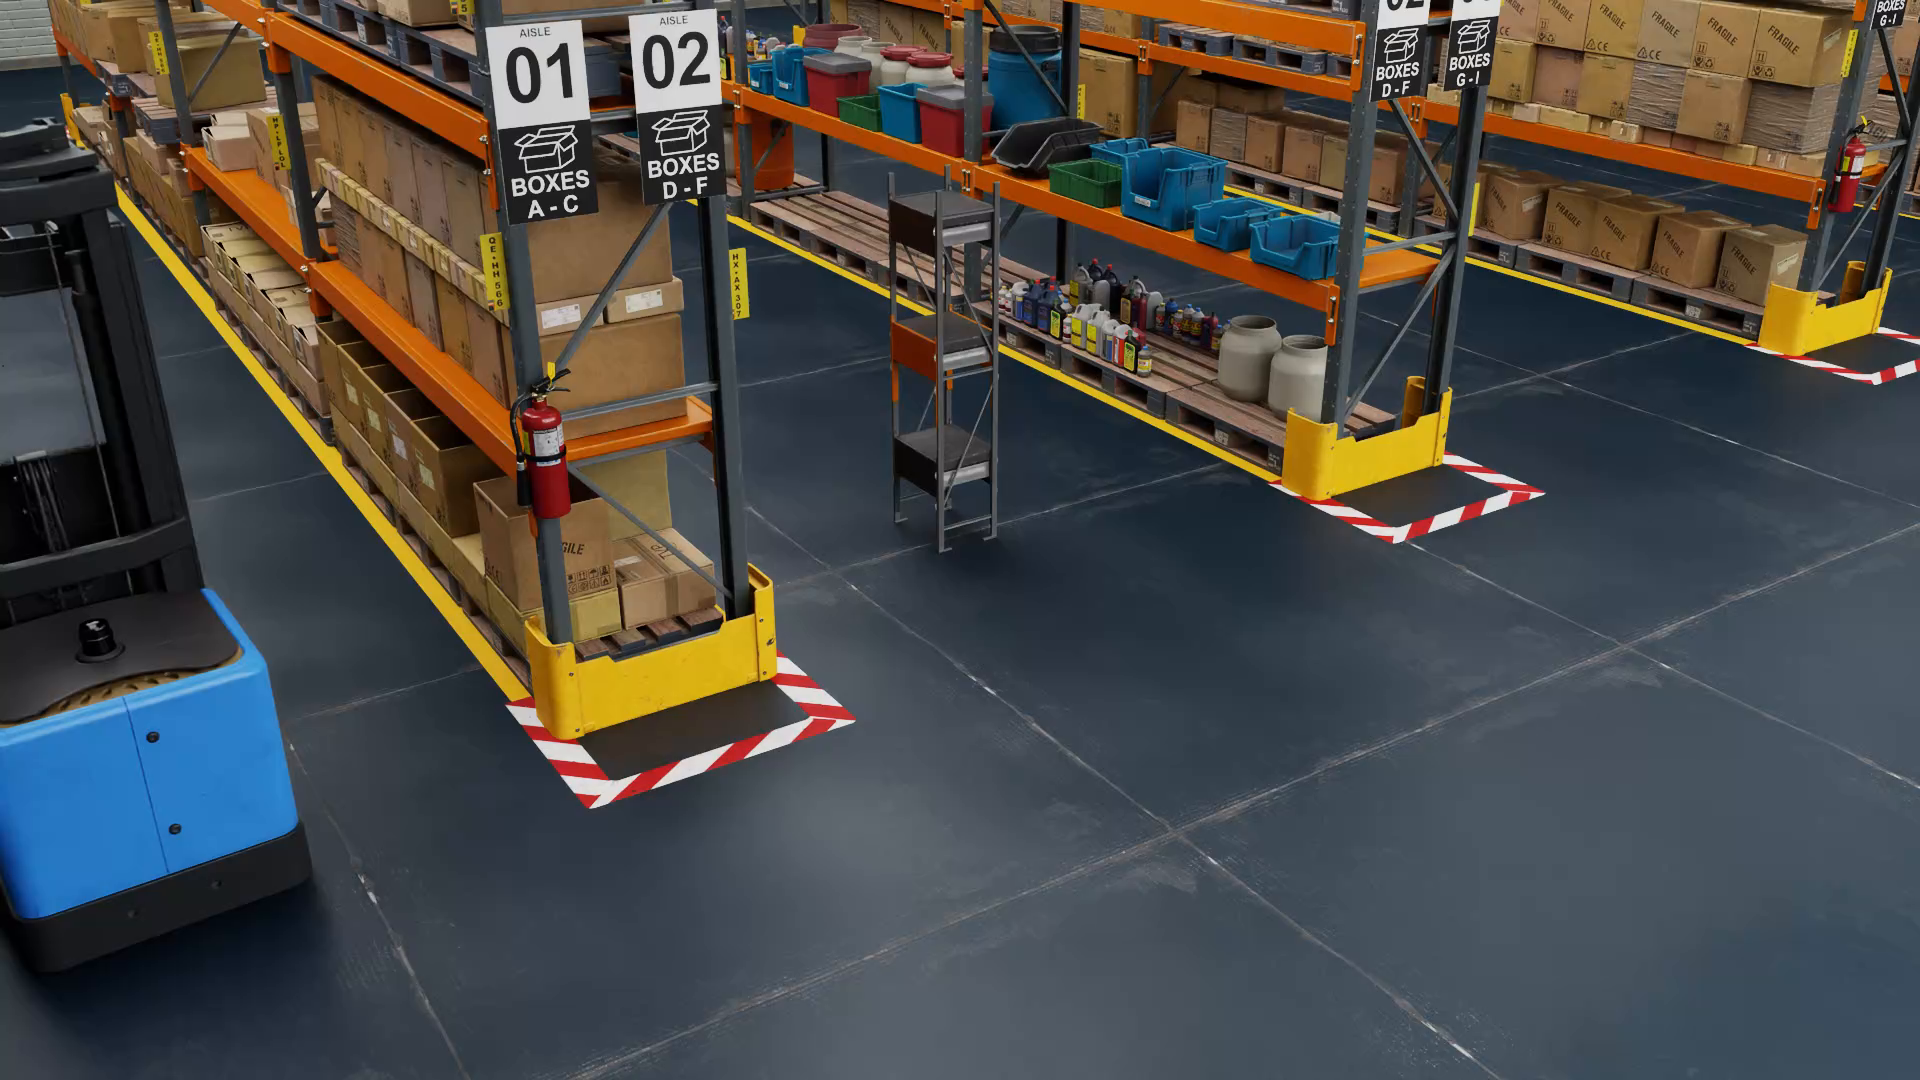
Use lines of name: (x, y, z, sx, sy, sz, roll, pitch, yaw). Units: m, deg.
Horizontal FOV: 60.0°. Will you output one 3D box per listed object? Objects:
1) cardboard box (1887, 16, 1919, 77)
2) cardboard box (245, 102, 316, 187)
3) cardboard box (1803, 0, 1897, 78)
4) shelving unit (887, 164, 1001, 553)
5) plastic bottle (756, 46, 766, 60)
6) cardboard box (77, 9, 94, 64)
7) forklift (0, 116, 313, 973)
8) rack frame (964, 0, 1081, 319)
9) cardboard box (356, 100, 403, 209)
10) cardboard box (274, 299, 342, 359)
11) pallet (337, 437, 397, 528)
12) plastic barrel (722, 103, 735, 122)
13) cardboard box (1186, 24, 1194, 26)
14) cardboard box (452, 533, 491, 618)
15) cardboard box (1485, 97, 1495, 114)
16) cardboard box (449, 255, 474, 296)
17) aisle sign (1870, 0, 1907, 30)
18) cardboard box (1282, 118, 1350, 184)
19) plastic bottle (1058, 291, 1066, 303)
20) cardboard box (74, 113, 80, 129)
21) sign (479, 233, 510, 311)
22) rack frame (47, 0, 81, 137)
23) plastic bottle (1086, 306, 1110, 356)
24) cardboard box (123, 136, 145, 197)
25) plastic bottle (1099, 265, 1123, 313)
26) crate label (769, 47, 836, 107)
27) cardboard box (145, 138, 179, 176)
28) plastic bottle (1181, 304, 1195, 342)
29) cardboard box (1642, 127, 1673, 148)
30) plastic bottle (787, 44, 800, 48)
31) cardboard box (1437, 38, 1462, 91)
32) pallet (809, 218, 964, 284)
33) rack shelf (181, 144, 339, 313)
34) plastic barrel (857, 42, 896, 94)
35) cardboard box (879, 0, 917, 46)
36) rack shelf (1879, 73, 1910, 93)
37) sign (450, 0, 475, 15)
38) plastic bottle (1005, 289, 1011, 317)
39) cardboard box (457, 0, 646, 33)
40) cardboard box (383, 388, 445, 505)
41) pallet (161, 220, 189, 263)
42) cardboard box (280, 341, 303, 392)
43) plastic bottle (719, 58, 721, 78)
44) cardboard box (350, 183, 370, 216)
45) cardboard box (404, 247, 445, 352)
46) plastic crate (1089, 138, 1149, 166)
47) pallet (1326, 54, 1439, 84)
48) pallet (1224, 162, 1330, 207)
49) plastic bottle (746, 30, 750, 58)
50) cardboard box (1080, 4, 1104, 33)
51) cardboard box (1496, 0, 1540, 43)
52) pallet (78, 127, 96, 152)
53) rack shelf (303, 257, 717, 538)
cardboard box: (9.569, -5.000, 16.653, 0.875, 0.550, 0.550, -16, 29, -30)
cardboard box: (-4.925, -2.926, 12.318, 0.500, 0.500, 0.500, -17, 30, -32)
cardboard box: (6.743, -3.815, 12.682, 0.500, 0.500, 0.500, -16, 29, -30)
shelving unit: (-0.090, -1.009, 9.427, 0.431, 2.100, 0.503, -16, 29, -30)
plastic bottle: (-2.015, -4.901, 16.850, 0.097, 0.201, 0.097, 0, 25, 0)
cardboard box: (-8.808, -5.256, 17.254, 0.500, 0.500, 0.500, -15, 29, -28)
forklift: (-3.903, -0.285, 6.920, 1.130, 2.935, 3.031, -18, 30, -33)
rack frame: (0.481, -3.200, 13.014, 1.000, 3.000, 0.127, -16, 29, -30)
cardboard box: (-2.874, -2.162, 9.179, 0.700, 0.500, 0.500, -16, 29, -30)
cardboard box: (-4.421, -1.510, 11.506, 0.500, 0.311, 0.500, -15, 29, -28)
pallet: (-3.272, -0.492, 10.544, 1.003, 0.211, 1.213, -16, 29, -30)
plastic barrel: (-2.600, -4.305, 17.688, 0.600, 0.588, 0.708, -16, 29, -30)
cardboard box: (2.776, -5.836, 17.990, 0.500, 0.500, 0.500, -20, 32, -36)
cardboard box: (-2.311, 0.138, 8.672, 0.500, 0.250, 0.500, -16, 29, -30)
cardboard box: (4.782, -3.918, 14.830, 0.380, 0.149, 0.250, -16, 29, -30)
cardboard box: (-2.275, -1.322, 8.160, 0.380, 0.149, 0.250, -15, 29, -29)
aisle sign: (6.597, -4.007, 11.679, 0.394, 0.787, 0.004, -16, 29, -30)
cardboard box: (3.764, -4.022, 17.169, 0.700, 0.500, 0.500, -18, 31, -34)
plastic bottle: (0.755, -1.756, 12.636, 0.097, 0.271, 0.097, 0, 25, 0)
cardboard box: (-10.145, -4.937, 19.499, 0.380, 0.166, 0.250, -16, 29, -30)
sign: (-1.949, -1.125, 6.986, 0.100, 0.325, 0.005, -16, 29, -30)
rack frame: (-10.222, -6.339, 19.664, 1.000, 3.000, 0.127, -16, 29, -30)
plastic bottle: (1.011, -1.529, 12.064, 0.144, 0.351, 0.185, -14, 29, -27)
cardboard box: (-7.978, -3.747, 16.586, 0.500, 0.500, 0.500, -17, 30, -32)
plastic bottle: (1.179, -1.969, 12.995, 0.144, 0.351, 0.185, -17, 30, -32)
crate label: (-1.386, -4.228, 15.151, 0.502, 0.435, 0.616, -16, 29, -30)
cardboard box: (-7.158, -3.549, 15.289, 0.500, 0.250, 0.500, -16, 30, -31)
plastic bottle: (1.695, -1.614, 12.335, 0.097, 0.271, 0.097, 0, 25, 0)
cardboard box: (5.790, -3.307, 13.535, 0.380, 0.149, 0.250, -16, 29, -30)
plastic bottle: (-1.668, -4.805, 16.559, 0.152, 0.276, 0.135, -16, 29, -30)
cardboard box: (4.825, -4.358, 15.003, 0.875, 0.500, 0.500, -16, 29, -30)
pallet: (-0.650, -2.647, 15.111, 1.003, 0.211, 1.213, -16, 29, -30)
rack shelf: (-4.763, -2.437, 12.241, 1.077, 0.370, 4.000, -16, 29, -30)
plastic barrel: (-0.732, -4.212, 15.028, 0.421, 0.512, 0.421, 0, 25, 0)
cardboard box: (-0.521, -7.021, 23.106, 0.875, 0.875, 0.875, -16, 29, -30)
rack shelf: (9.934, -4.433, 16.470, 1.077, 0.370, 4.000, -16, 29, -30)
sign: (-1.949, -2.216, 6.472, 0.100, 0.325, 0.005, -16, 29, -30)
plastic bottle: (0.399, -1.844, 12.906, 0.097, 0.201, 0.097, 0, 25, 0)
cardboard box: (-1.797, -2.479, 7.197, 0.797, 0.503, 0.637, -13, 28, -26)
cardboard box: (-2.859, -0.558, 9.268, 0.500, 0.500, 0.500, -16, 29, -30)
pallet: (-6.892, -2.928, 15.706, 1.003, 0.211, 1.213, -16, 29, -30)
cardboard box: (-4.415, -1.255, 11.625, 0.500, 0.250, 0.500, -16, 30, -30)
plastic bottle: (-2.328, -4.631, 16.280, 0.097, 0.201, 0.097, 0, 25, 0)
cardboard box: (-3.263, -1.969, 9.530, 0.380, 0.149, 0.250, -16, 30, -30)
cardboard box: (-2.579, -1.384, 9.052, 0.700, 0.500, 0.500, -15, 29, -28)
plastic crate: (1.313, -2.800, 12.342, 0.499, 0.251, 0.616, -16, 29, -30)
pallet: (4.336, -4.575, 16.151, 1.003, 0.211, 1.213, -16, 29, -30)
pallet: (3.535, -3.808, 17.569, 1.003, 0.211, 1.213, -16, 29, -30)
plastic bottle: (-2.212, -5.181, 17.362, 0.097, 0.271, 0.097, 0, 25, 0)
cardboard box: (1.703, -6.128, 19.101, 0.500, 0.500, 0.500, -16, 30, -30)
cardboard box: (4.938, -4.587, 14.317, 0.500, 0.500, 0.500, -16, 29, -30)
pallet: (-9.744, -4.766, 19.598, 1.003, 0.211, 1.213, -16, 29, -30)
rack shelf: (-2.579, -1.006, 9.210, 1.077, 0.370, 4.000, -16, 29, -30)
